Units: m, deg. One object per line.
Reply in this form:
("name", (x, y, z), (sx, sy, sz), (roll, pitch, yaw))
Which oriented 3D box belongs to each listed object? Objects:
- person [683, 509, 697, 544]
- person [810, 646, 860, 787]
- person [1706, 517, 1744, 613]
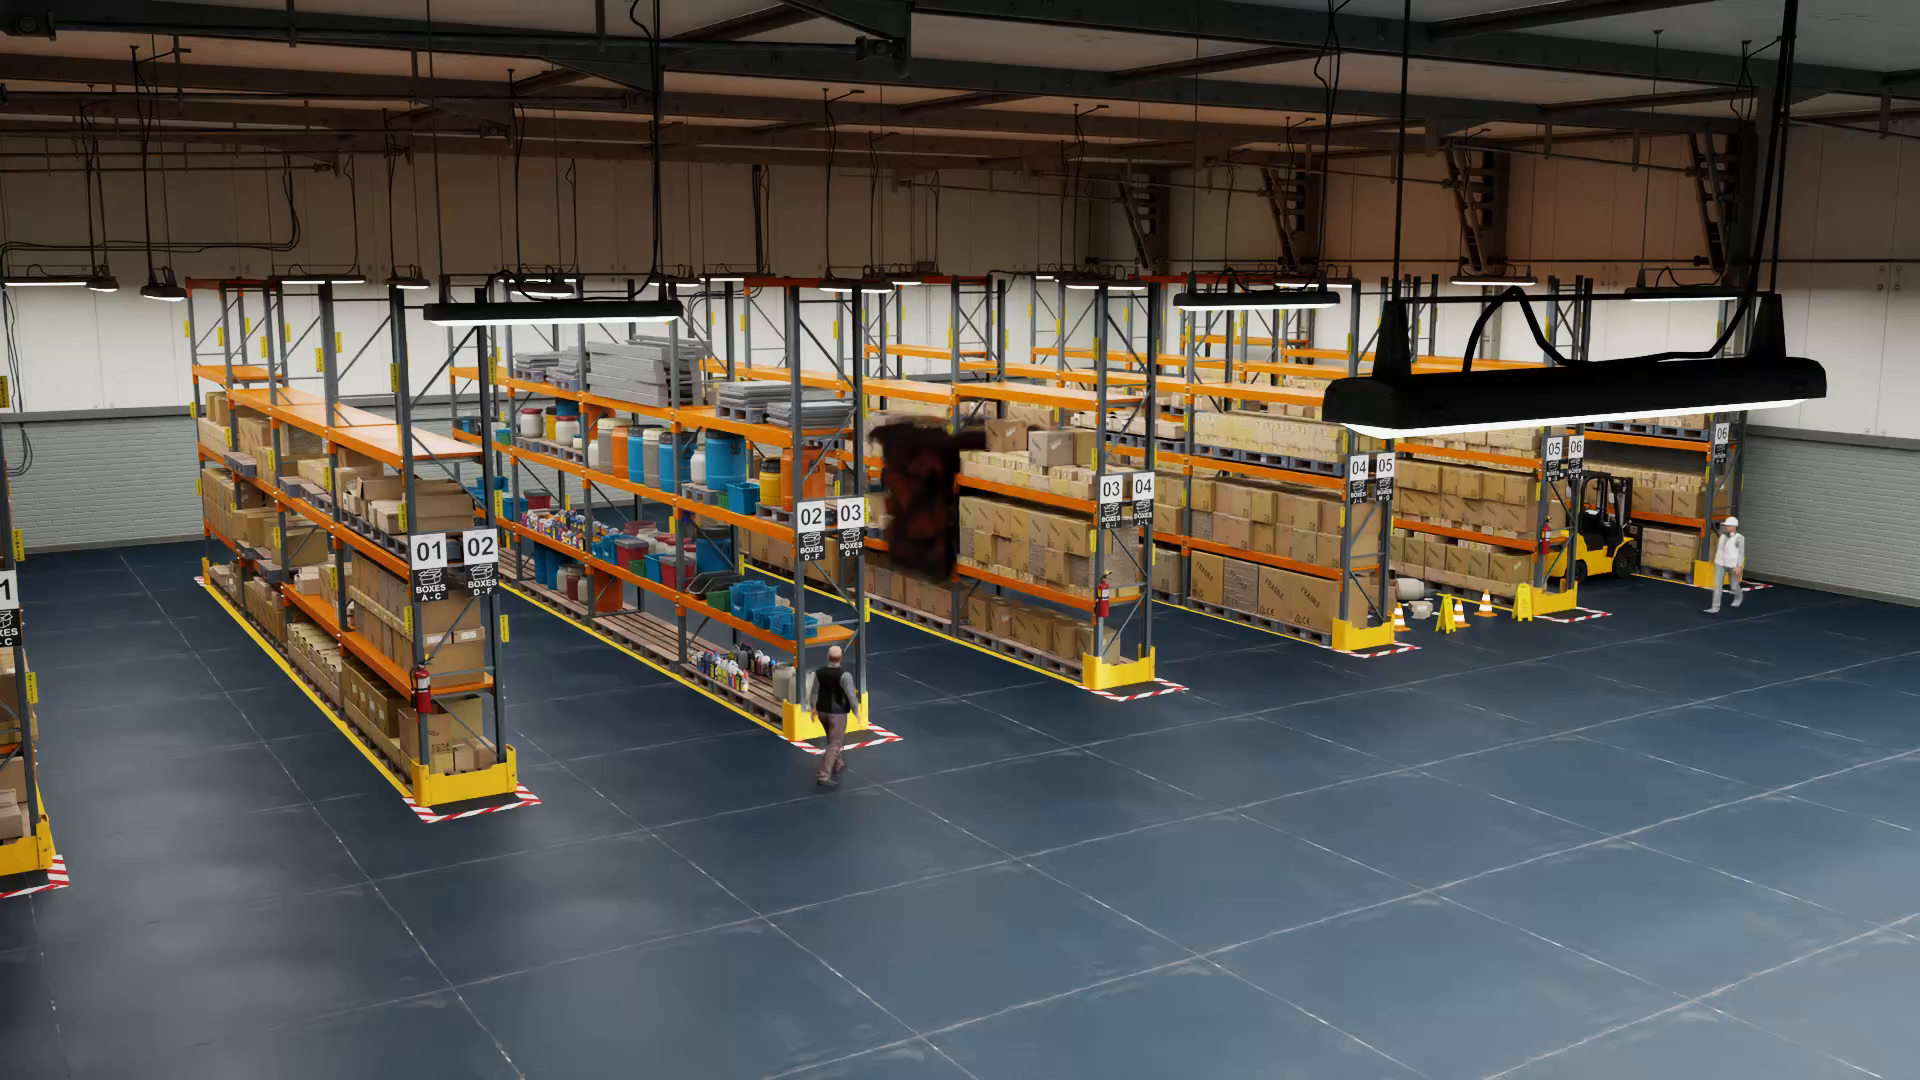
("person", (-5.658, -0.217, 34.291), (0.527, 1.666, 0.357), (5, 11, 26))
("person", (-1.528, 2.122, 20.331), (0.613, 1.697, 0.900), (8, 12, 40))
("person", (13.947, 0.447, 30.133), (0.516, 1.750, 0.980), (8, 12, 40))
